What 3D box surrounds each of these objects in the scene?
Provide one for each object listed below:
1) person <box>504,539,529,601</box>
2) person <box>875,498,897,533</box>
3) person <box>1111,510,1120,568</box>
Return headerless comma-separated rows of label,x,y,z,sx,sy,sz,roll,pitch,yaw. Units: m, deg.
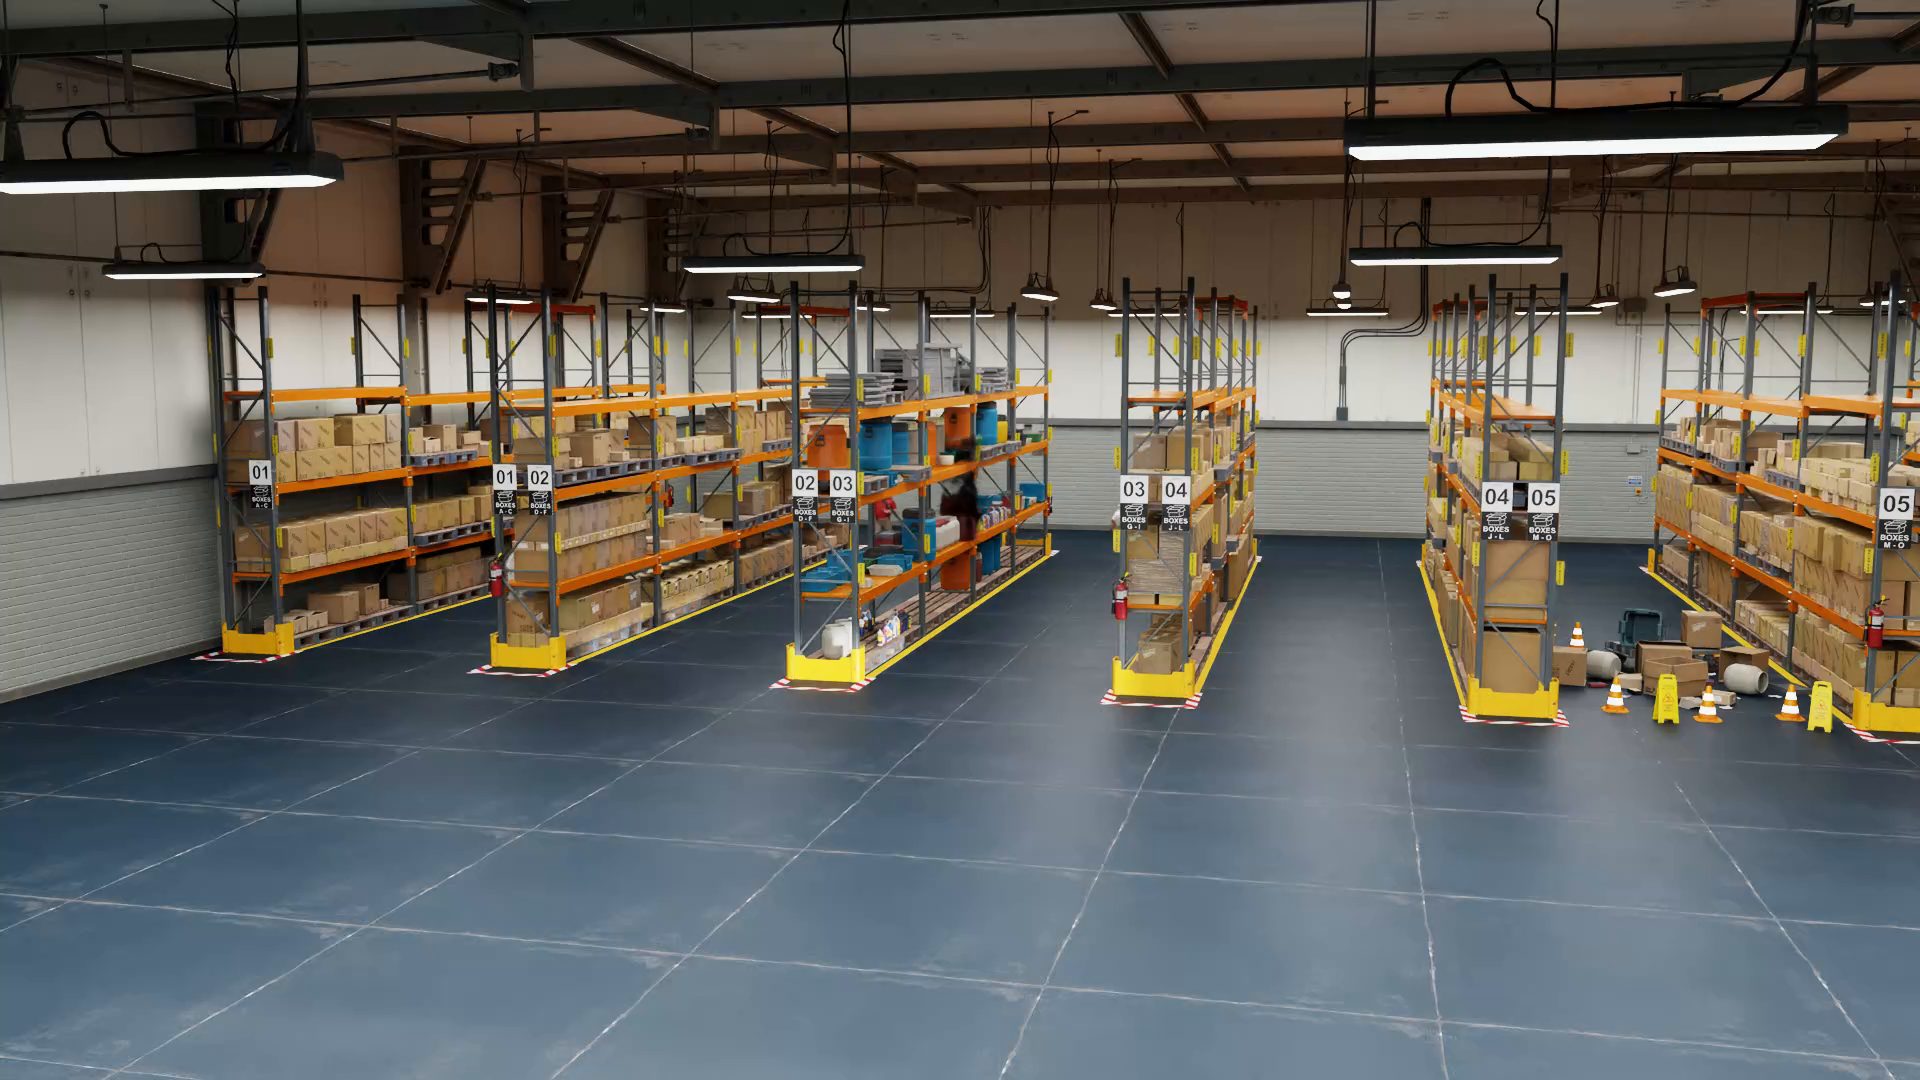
person,-7.663,0.820,29.003,0.681,1.746,0.726,1,7,8
person,-1.819,-0.380,39.226,0.662,1.717,0.967,1,7,7
person,3.368,0.048,33.277,0.683,1.820,0.729,1,7,5
